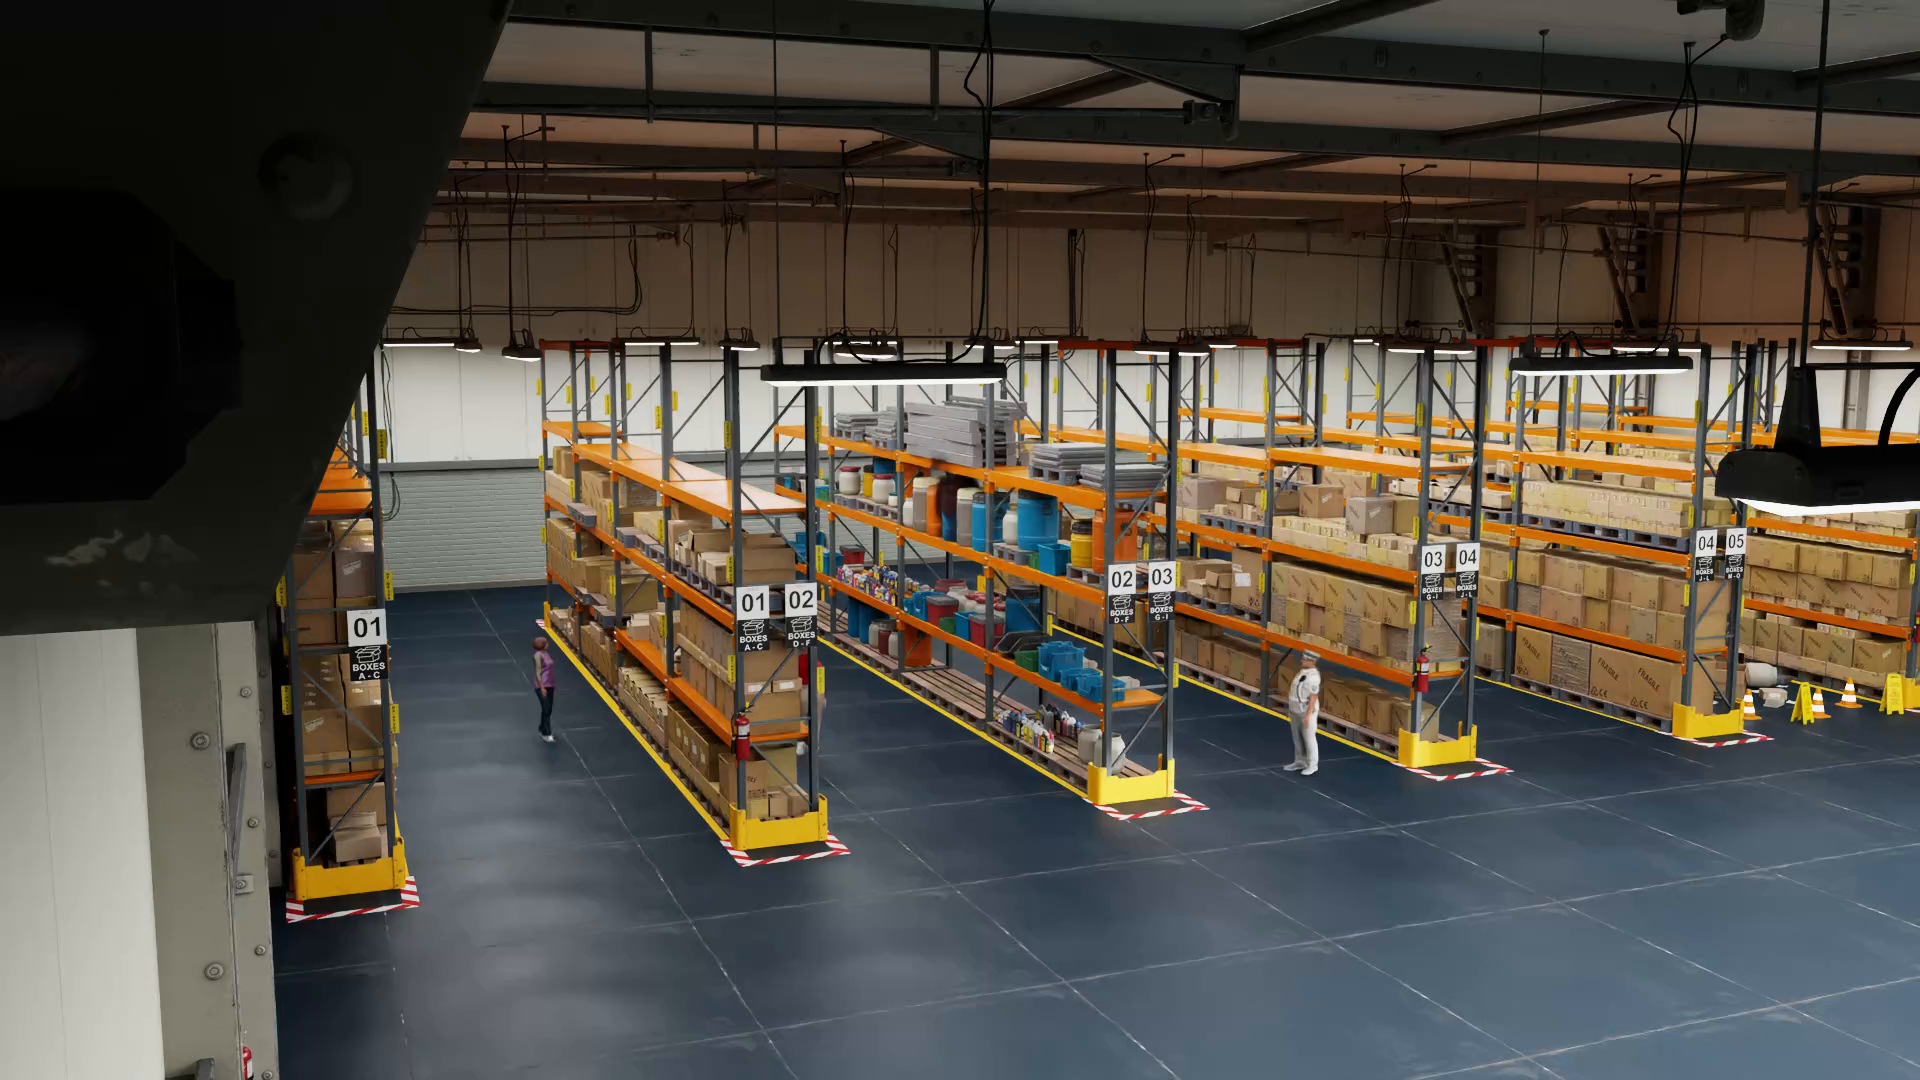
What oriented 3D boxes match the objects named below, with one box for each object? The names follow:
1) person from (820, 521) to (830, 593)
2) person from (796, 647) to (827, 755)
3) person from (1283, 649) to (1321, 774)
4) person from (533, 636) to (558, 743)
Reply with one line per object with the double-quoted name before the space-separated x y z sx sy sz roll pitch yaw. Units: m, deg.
"person" -3.325 0.405 39.185 0.906 1.693 0.612 7 10 43
"person" -2.224 2.297 24.296 0.547 1.707 0.535 1 8 8
"person" 4.833 2.412 23.507 0.448 1.780 0.640 -4 8 -29
"person" -6.294 2.267 25.428 0.478 1.620 0.453 3 8 21
